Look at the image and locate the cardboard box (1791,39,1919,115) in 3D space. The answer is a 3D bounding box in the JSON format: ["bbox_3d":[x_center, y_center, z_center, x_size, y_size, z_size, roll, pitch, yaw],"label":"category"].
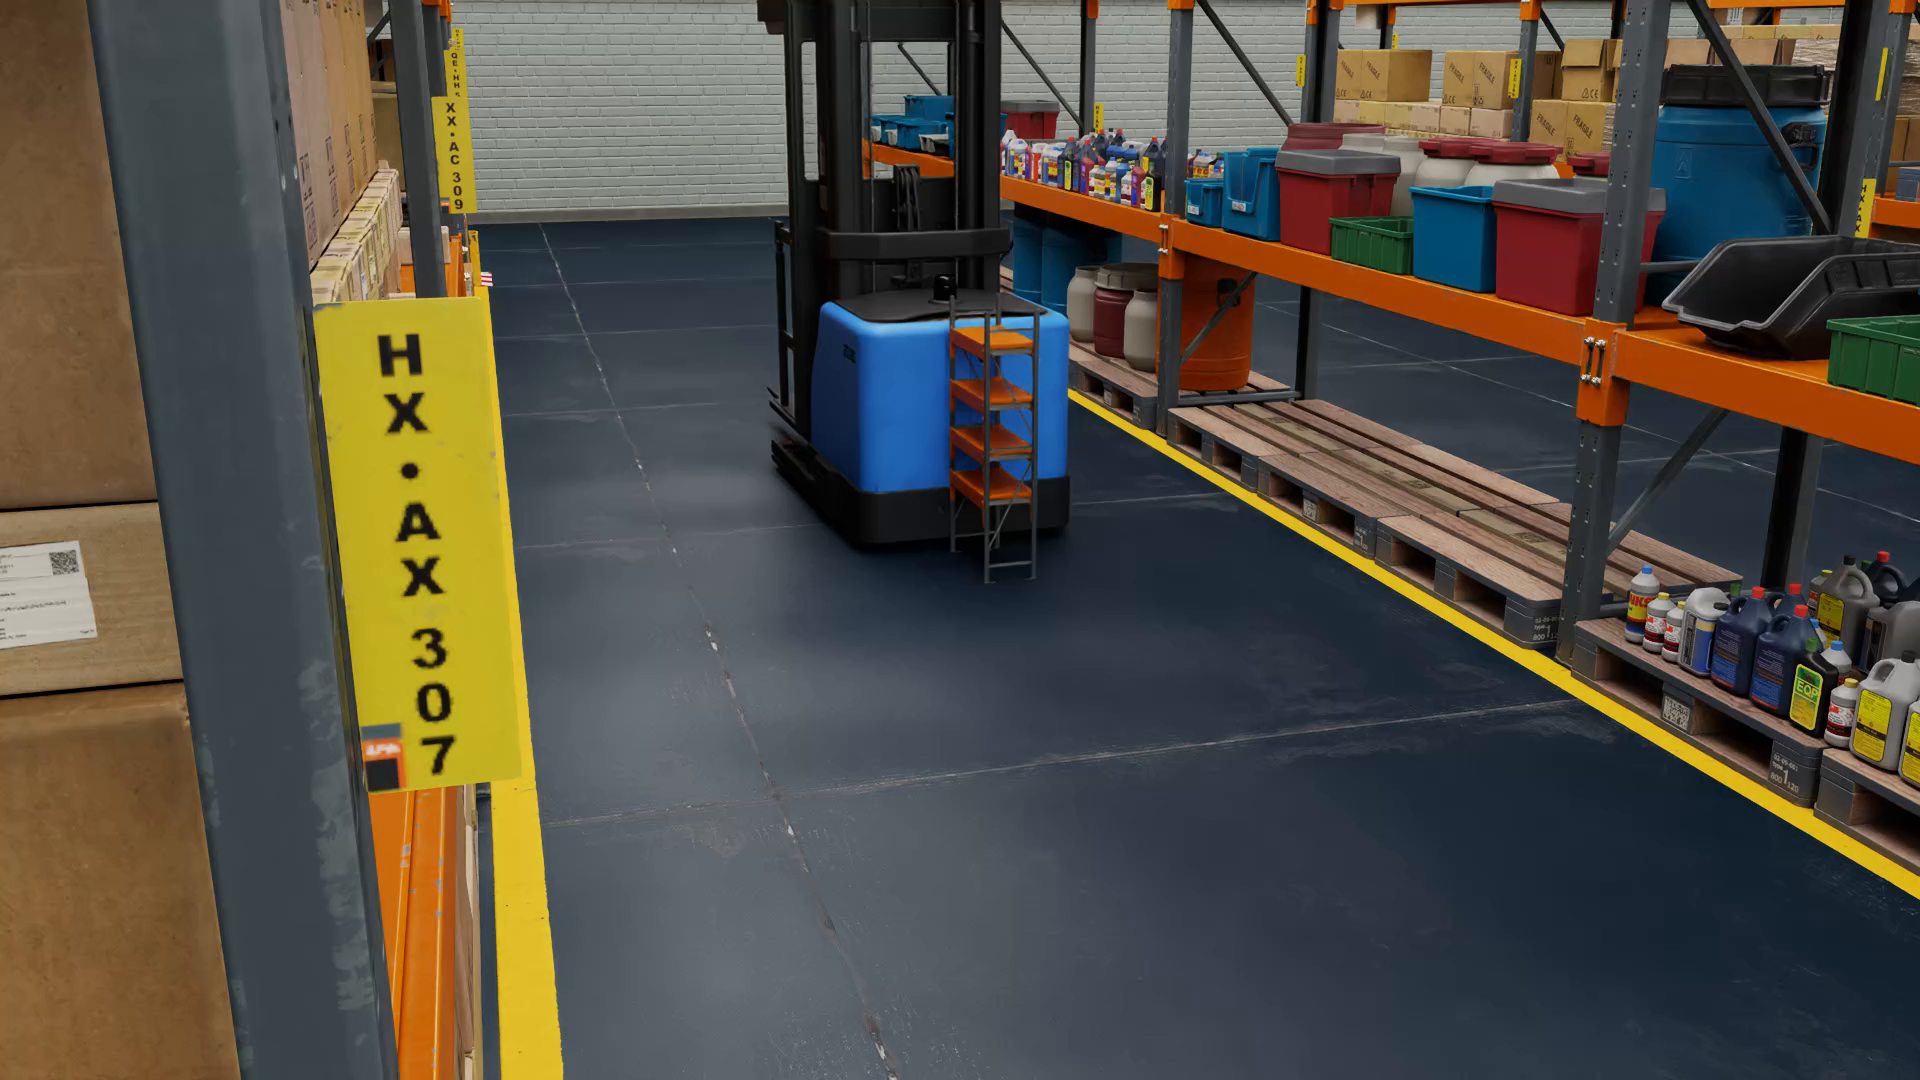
[{"bbox_3d":[6.262,-3.224,11.552,0.797,0.503,0.637,-4,17,-13],"label":"cardboard box"}]

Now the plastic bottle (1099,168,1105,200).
[{"bbox_3d":[0.953,-2.315,10.790,0.097,0.201,0.097,0,17,0],"label":"plastic bottle"}]

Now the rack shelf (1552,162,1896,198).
[{"bbox_3d":[5.898,-2.700,12.979,1.077,0.370,4.000,-5,17,-15],"label":"rack shelf"}]

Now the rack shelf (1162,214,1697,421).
[{"bbox_3d":[2.235,-1.202,7.992,1.077,0.370,4.000,-5,17,-15],"label":"rack shelf"}]

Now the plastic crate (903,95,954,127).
[{"bbox_3d":[-0.242,-4.281,16.824,0.616,0.435,0.499,-5,17,-15],"label":"plastic crate"}]

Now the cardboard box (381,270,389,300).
[{"bbox_3d":[-1.851,-0.529,4.325,0.700,0.500,0.500,-5,17,-17],"label":"cardboard box"}]

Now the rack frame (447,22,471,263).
[{"bbox_3d":[-5.277,-3.922,15.796,1.000,3.000,0.127,-5,17,-15],"label":"rack frame"}]

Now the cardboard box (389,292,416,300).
[{"bbox_3d":[-2.026,-0.744,5.652,0.380,0.149,0.250,-5,17,-15],"label":"cardboard box"}]

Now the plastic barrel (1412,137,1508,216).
[{"bbox_3d":[2.412,-1.663,8.040,0.433,0.535,0.433,0,17,0],"label":"plastic barrel"}]

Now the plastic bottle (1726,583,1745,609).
[{"bbox_3d":[2.668,0.298,5.703,0.061,0.283,0.133,-5,17,-15],"label":"plastic bottle"}]

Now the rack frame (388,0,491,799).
[{"bbox_3d":[-1.979,-0.603,4.746,1.000,3.000,0.127,-5,17,-15],"label":"rack frame"}]

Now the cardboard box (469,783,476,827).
[{"bbox_3d":[-1.642,0.624,4.712,0.500,0.250,0.500,-5,17,-15],"label":"cardboard box"}]

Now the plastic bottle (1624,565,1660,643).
[{"bbox_3d":[2.451,0.225,5.967,0.097,0.271,0.097,0,17,0],"label":"plastic bottle"}]

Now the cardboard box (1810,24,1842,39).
[{"bbox_3d":[9.324,-5.167,17.512,0.500,0.500,0.500,-5,18,-17],"label":"cardboard box"}]

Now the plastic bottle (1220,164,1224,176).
[{"bbox_3d":[1.750,-2.314,10.657,0.152,0.276,0.135,-5,17,-15],"label":"plastic bottle"}]

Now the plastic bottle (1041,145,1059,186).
[{"bbox_3d":[0.665,-2.669,11.838,0.152,0.276,0.135,-5,17,-15],"label":"plastic bottle"}]

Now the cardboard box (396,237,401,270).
[{"bbox_3d":[-2.674,-1.241,7.306,0.380,0.149,0.250,-3,17,-11],"label":"cardboard box"}]

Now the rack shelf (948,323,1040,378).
[{"bbox_3d":[0.144,-0.832,7.272,0.258,0.148,0.480,-5,18,-17],"label":"rack shelf"}]

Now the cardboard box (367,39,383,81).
[{"bbox_3d":[-4.566,-3.462,12.352,0.500,0.500,0.500,-5,17,-15],"label":"cardboard box"}]

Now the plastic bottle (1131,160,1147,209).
[{"bbox_3d":[1.100,-2.186,10.219,0.061,0.283,0.133,-5,17,-15],"label":"plastic bottle"}]

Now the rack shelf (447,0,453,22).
[{"bbox_3d":[-4.727,-4.461,13.627,1.077,0.370,4.000,-5,17,-15],"label":"rack shelf"}]

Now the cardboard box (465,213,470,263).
[{"bbox_3d":[-4.891,-2.805,15.657,0.500,0.500,0.500,-5,17,-15],"label":"cardboard box"}]

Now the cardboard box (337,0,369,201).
[{"bbox_3d":[-1.711,-1.010,3.673,0.700,0.500,0.500,-5,17,-15],"label":"cardboard box"}]

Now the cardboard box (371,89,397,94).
[{"bbox_3d":[-3.428,-2.392,9.797,0.700,0.500,0.500,-1,17,-5],"label":"cardboard box"}]

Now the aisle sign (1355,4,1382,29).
[{"bbox_3d":[4.518,-5.993,18.171,0.394,0.787,0.004,-5,17,-15],"label":"aisle sign"}]

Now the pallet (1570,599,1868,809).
[{"bbox_3d":[2.929,0.531,5.818,1.003,0.211,1.213,-5,17,-15],"label":"pallet"}]

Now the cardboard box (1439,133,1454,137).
[{"bbox_3d":[4.737,-3.750,15.658,0.380,0.149,0.250,-4,17,-14],"label":"cardboard box"}]

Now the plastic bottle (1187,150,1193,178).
[{"bbox_3d":[1.554,-2.538,11.409,0.097,0.271,0.097,0,17,0],"label":"plastic bottle"}]

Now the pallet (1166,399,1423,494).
[{"bbox_3d":[1.861,-0.547,9.407,1.003,0.211,1.213,-5,17,-15],"label":"pallet"}]

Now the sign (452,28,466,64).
[{"bbox_3d":[-4.738,-4.667,15.712,0.100,0.325,0.005,-5,17,-15],"label":"sign"}]

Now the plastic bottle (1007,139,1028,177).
[{"bbox_3d":[0.447,-2.888,12.568,0.152,0.276,0.135,-5,17,-15],"label":"plastic bottle"}]

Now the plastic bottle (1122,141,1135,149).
[{"bbox_3d":[1.244,-2.823,12.352,0.152,0.276,0.135,-5,17,-15],"label":"plastic bottle"}]

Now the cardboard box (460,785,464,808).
[{"bbox_3d":[-1.515,0.404,4.140,0.500,0.500,0.500,-5,17,-15],"label":"cardboard box"}]

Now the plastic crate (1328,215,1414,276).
[{"bbox_3d":[2.035,-1.352,7.606,0.450,0.188,0.662,-5,17,-15],"label":"plastic crate"}]

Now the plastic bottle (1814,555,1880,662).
[{"bbox_3d":[3.100,0.231,5.809,0.144,0.351,0.185,-5,17,-15],"label":"plastic bottle"}]

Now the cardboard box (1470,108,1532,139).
[{"bbox_3d":[4.975,-3.770,15.033,0.500,0.250,0.500,-5,17,-16],"label":"cardboard box"}]

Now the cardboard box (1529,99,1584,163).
[{"bbox_3d":[5.234,-3.499,14.213,0.500,0.500,0.500,-5,17,-15],"label":"cardboard box"}]

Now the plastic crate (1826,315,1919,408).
[{"bbox_3d":[2.886,-0.494,4.753,0.450,0.188,0.662,-5,17,-15],"label":"plastic crate"}]

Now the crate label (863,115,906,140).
[{"bbox_3d":[-0.762,-4.167,16.798,0.416,0.233,0.303,-5,17,-15],"label":"crate label"}]

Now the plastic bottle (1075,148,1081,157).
[{"bbox_3d":[0.821,-2.531,11.368,0.061,0.283,0.133,-5,17,-15],"label":"plastic bottle"}]

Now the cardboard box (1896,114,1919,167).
[{"bbox_3d":[6.576,-2.696,11.538,0.500,0.500,0.500,-4,17,-14],"label":"cardboard box"}]

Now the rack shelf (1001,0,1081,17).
[{"bbox_3d":[0.036,-4.852,14.927,1.077,0.370,4.000,-5,17,-15],"label":"rack shelf"}]

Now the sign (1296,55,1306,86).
[{"bbox_3d":[3.714,-5.115,18.124,0.100,0.325,0.005,-5,17,-15],"label":"sign"}]

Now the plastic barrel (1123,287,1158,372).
[{"bbox_3d":[1.293,-1.393,10.970,0.421,0.512,0.421,0,17,0],"label":"plastic barrel"}]

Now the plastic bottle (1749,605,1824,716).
[{"bbox_3d":[2.659,0.372,5.338,0.144,0.351,0.185,-5,18,-18],"label":"plastic bottle"}]

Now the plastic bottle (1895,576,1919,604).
[{"bbox_3d":[3.291,0.273,5.670,0.144,0.351,0.185,-6,18,-18],"label":"plastic bottle"}]

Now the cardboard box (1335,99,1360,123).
[{"bbox_3d":[4.270,-4.478,17.389,0.500,0.250,0.500,-5,17,-16],"label":"cardboard box"}]

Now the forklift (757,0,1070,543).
[{"bbox_3d":[-0.413,-1.771,8.755,1.130,2.935,3.031,-5,18,-17],"label":"forklift"}]

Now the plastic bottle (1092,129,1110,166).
[{"bbox_3d":[1.065,-2.892,12.452,0.144,0.351,0.185,-5,17,-15],"label":"plastic bottle"}]

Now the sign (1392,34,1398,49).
[{"bbox_3d":[4.775,-5.412,18.330,0.100,0.325,0.005,-5,17,-15],"label":"sign"}]

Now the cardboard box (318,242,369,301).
[{"bbox_3d":[-1.202,-0.406,2.789,0.380,0.149,0.250,-5,17,-15],"label":"cardboard box"}]

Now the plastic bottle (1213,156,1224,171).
[{"bbox_3d":[1.686,-2.341,10.756,0.097,0.271,0.097,0,17,0],"label":"plastic bottle"}]

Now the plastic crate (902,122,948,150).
[{"bbox_3d":[-0.318,-3.720,15.309,0.416,0.233,0.300,-5,17,-15],"label":"plastic crate"}]

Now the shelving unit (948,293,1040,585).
[{"bbox_3d":[0.144,-0.456,7.385,0.258,1.200,0.503,-5,18,-17],"label":"shelving unit"}]

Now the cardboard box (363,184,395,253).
[{"bbox_3d":[-1.558,-0.763,3.976,0.380,0.149,0.250,-5,17,-17],"label":"cardboard box"}]

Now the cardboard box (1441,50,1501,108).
[{"bbox_3d":[4.831,-4.273,15.403,0.500,0.500,0.500,-5,17,-15],"label":"cardboard box"}]
